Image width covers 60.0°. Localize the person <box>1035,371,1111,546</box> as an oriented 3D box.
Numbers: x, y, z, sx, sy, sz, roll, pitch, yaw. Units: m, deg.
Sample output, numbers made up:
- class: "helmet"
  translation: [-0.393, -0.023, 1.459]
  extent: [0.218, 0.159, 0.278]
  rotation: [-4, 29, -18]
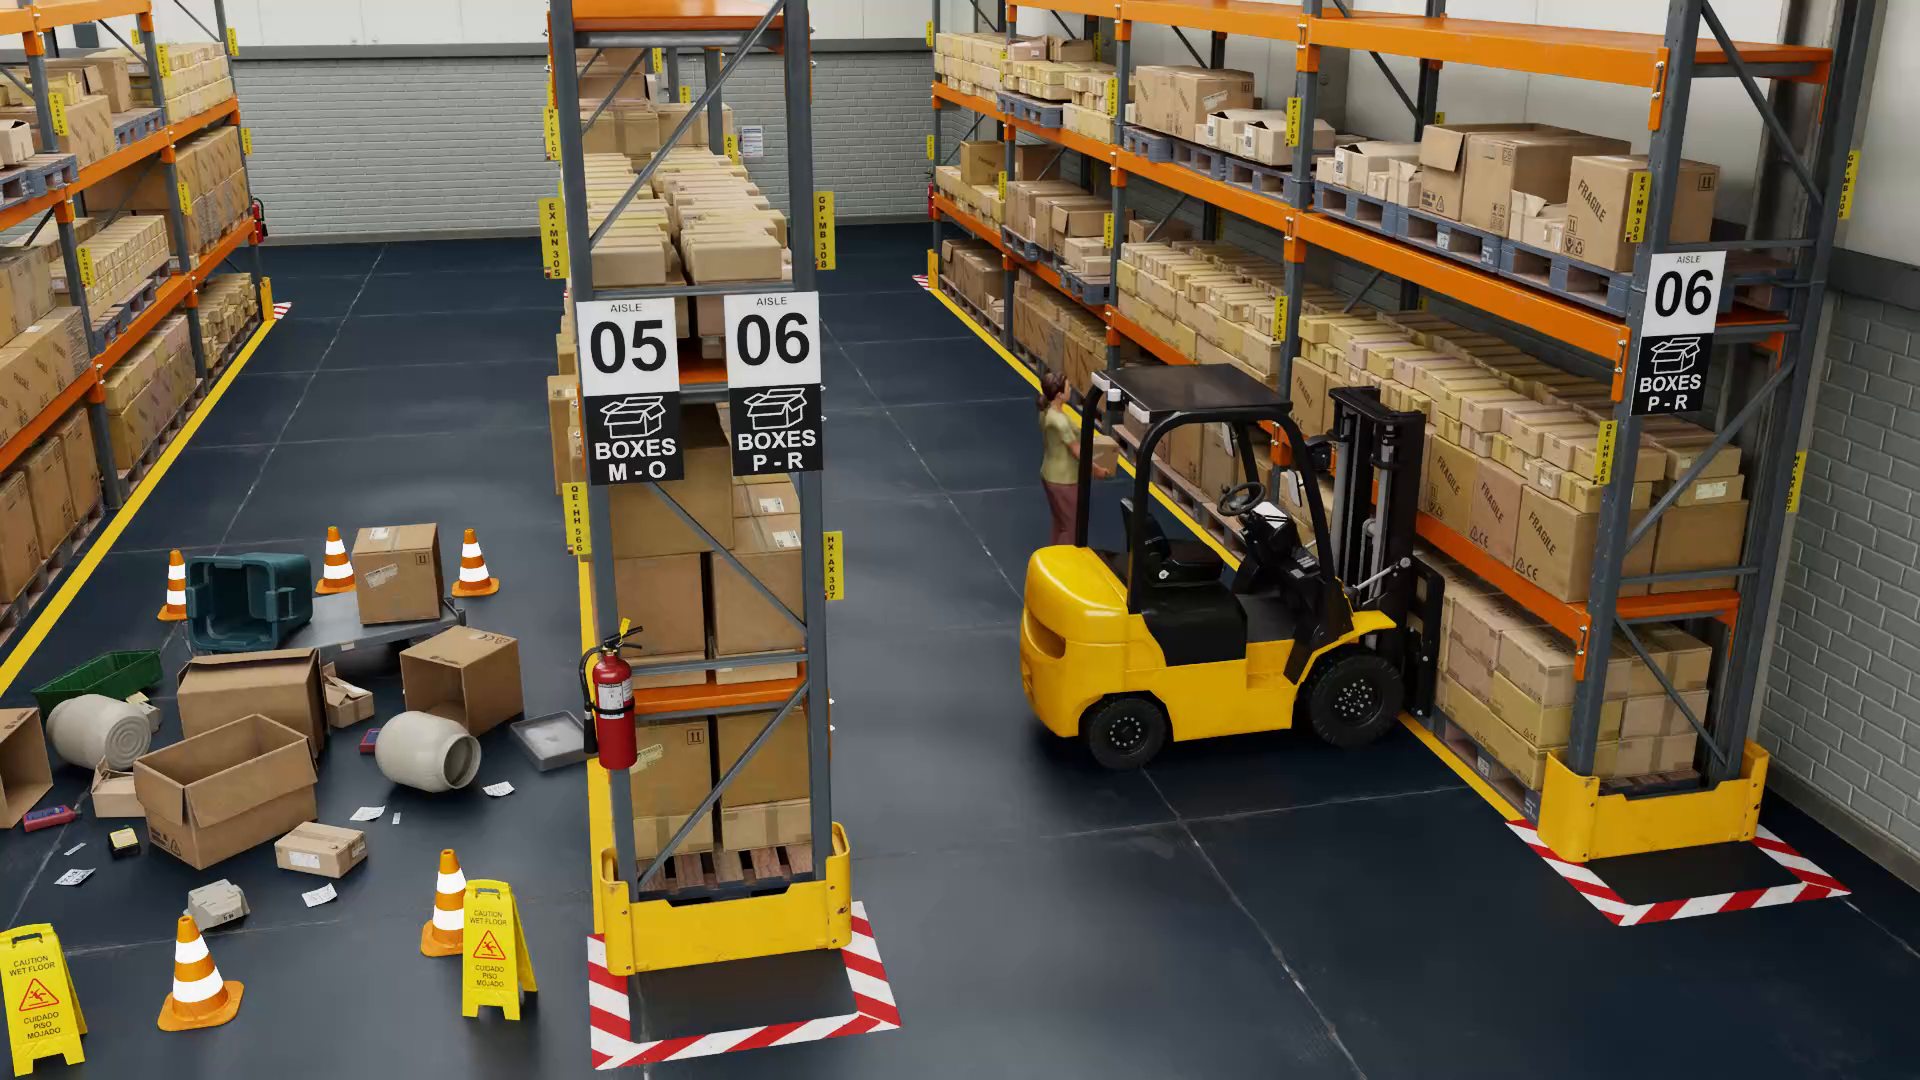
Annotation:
- class: "person"
  translation: [0.811, -0.436, 12.308]
  extent: [0.547, 1.666, 0.426]
  rotation: [-4, 20, -12]
